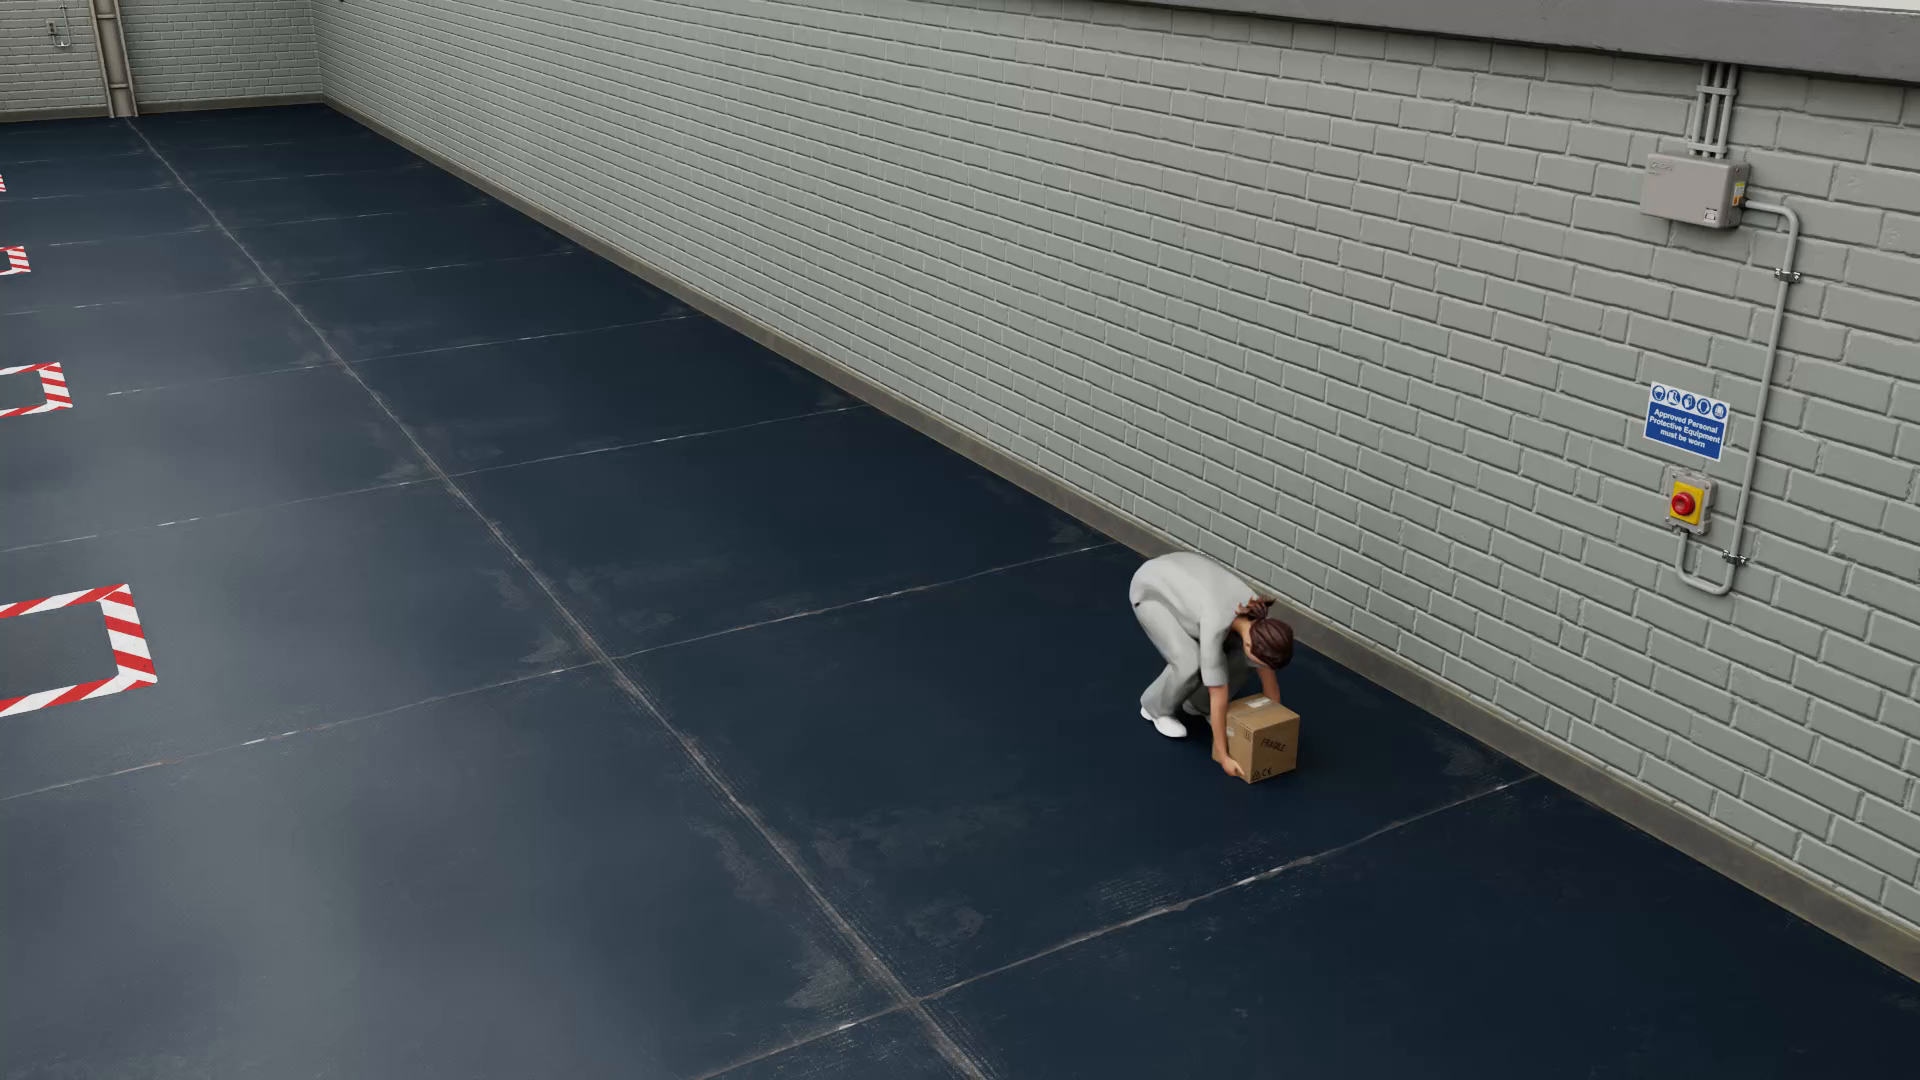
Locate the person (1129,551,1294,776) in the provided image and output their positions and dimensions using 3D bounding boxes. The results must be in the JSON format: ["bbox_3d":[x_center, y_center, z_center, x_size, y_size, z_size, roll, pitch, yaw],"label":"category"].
[{"bbox_3d":[1.073,0.503,7.093,0.456,0.786,0.866,-13,25,-30],"label":"person"}]
